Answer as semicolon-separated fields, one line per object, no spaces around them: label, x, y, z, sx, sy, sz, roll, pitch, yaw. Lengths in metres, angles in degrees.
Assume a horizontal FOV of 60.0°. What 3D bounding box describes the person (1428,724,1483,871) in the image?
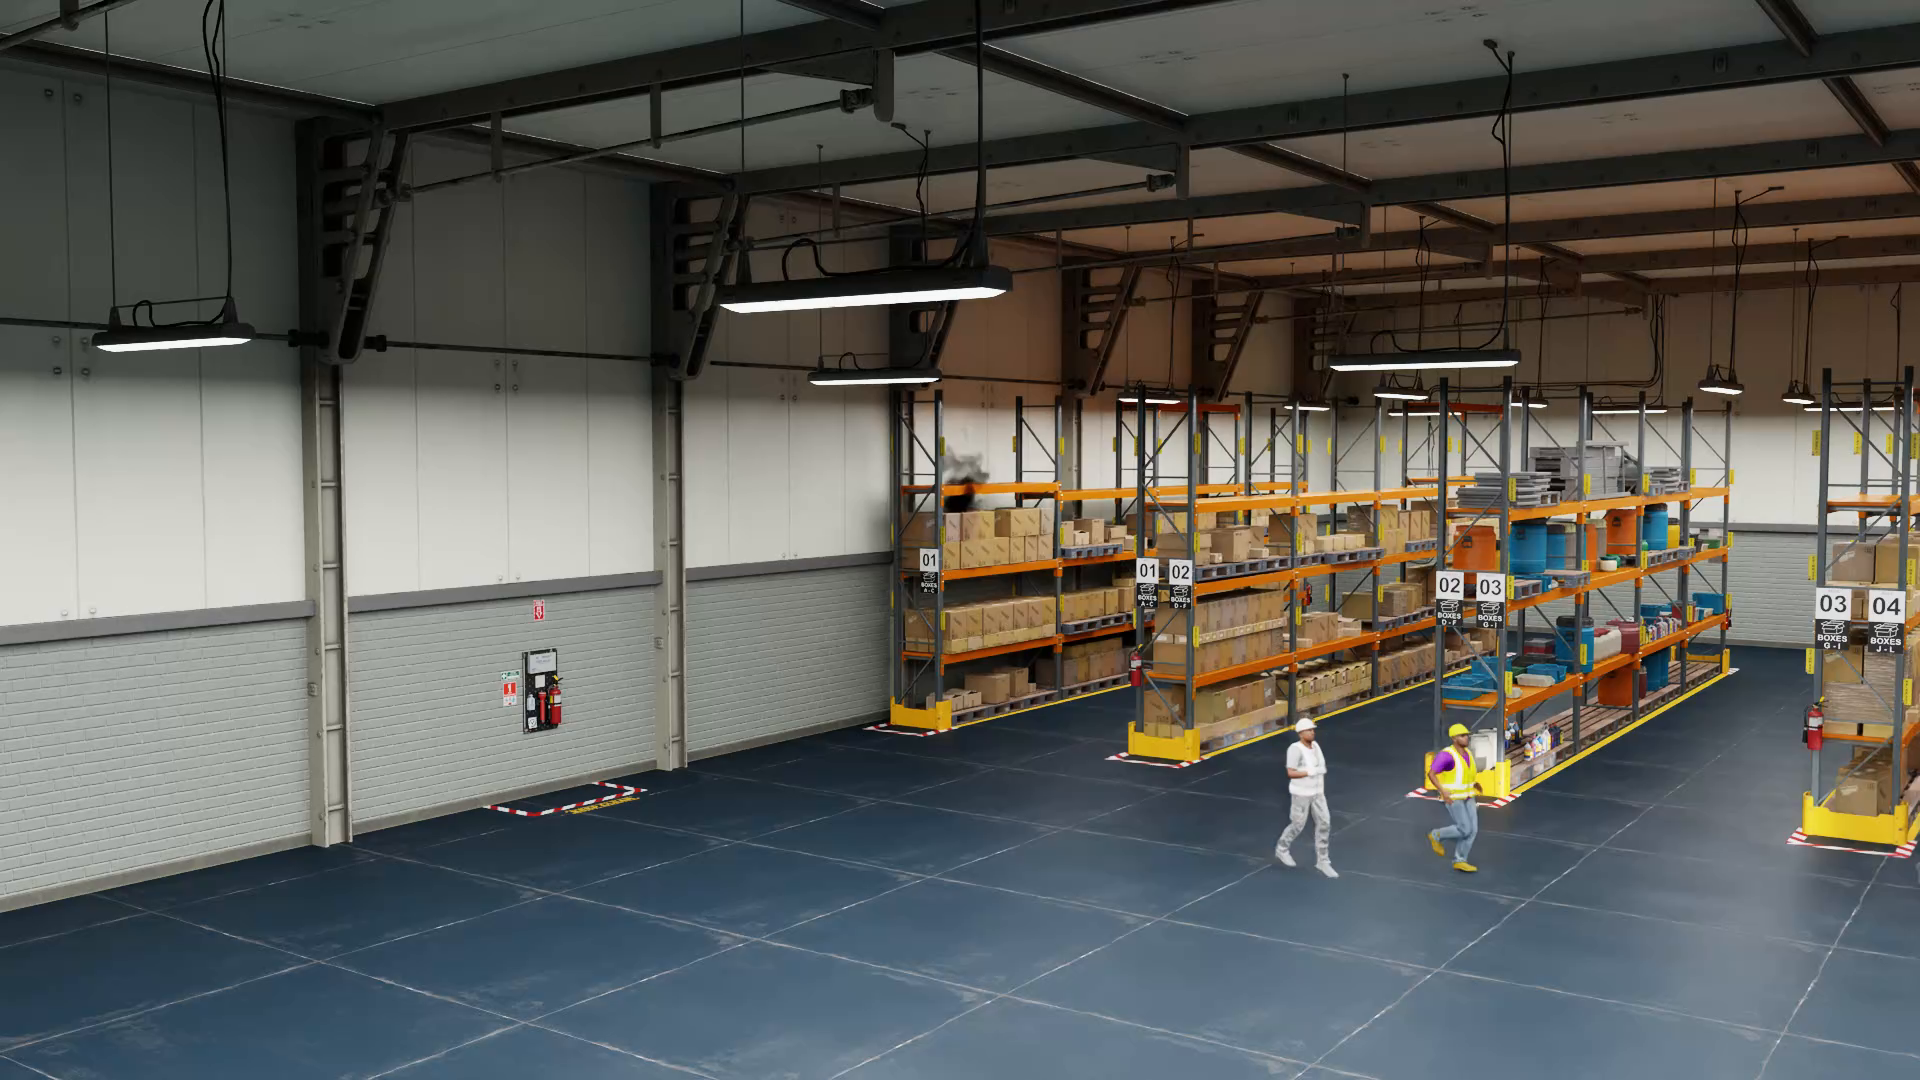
person;5.876;3.033;19.692;0.718;1.724;0.618;-2;4;-36

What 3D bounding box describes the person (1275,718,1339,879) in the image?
person;4.051;2.995;19.455;0.664;1.823;0.824;-2;4;-37
